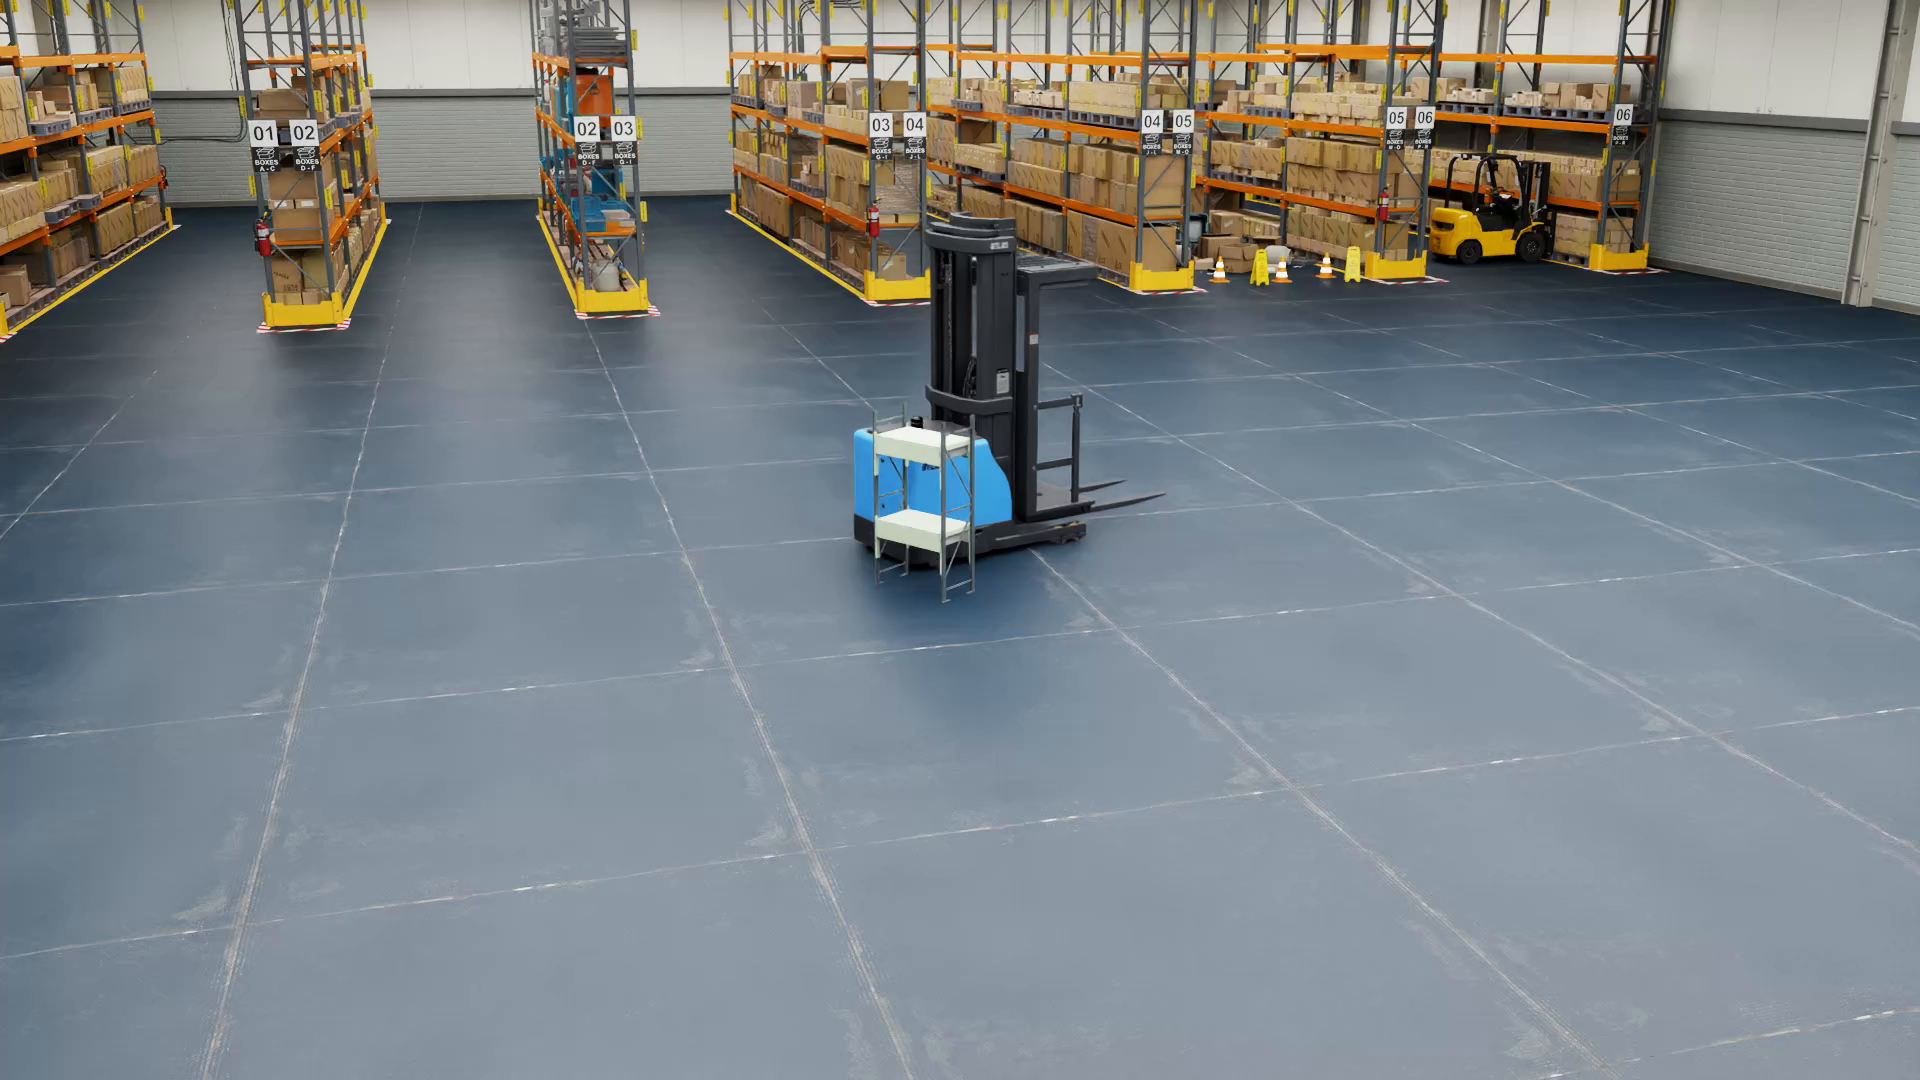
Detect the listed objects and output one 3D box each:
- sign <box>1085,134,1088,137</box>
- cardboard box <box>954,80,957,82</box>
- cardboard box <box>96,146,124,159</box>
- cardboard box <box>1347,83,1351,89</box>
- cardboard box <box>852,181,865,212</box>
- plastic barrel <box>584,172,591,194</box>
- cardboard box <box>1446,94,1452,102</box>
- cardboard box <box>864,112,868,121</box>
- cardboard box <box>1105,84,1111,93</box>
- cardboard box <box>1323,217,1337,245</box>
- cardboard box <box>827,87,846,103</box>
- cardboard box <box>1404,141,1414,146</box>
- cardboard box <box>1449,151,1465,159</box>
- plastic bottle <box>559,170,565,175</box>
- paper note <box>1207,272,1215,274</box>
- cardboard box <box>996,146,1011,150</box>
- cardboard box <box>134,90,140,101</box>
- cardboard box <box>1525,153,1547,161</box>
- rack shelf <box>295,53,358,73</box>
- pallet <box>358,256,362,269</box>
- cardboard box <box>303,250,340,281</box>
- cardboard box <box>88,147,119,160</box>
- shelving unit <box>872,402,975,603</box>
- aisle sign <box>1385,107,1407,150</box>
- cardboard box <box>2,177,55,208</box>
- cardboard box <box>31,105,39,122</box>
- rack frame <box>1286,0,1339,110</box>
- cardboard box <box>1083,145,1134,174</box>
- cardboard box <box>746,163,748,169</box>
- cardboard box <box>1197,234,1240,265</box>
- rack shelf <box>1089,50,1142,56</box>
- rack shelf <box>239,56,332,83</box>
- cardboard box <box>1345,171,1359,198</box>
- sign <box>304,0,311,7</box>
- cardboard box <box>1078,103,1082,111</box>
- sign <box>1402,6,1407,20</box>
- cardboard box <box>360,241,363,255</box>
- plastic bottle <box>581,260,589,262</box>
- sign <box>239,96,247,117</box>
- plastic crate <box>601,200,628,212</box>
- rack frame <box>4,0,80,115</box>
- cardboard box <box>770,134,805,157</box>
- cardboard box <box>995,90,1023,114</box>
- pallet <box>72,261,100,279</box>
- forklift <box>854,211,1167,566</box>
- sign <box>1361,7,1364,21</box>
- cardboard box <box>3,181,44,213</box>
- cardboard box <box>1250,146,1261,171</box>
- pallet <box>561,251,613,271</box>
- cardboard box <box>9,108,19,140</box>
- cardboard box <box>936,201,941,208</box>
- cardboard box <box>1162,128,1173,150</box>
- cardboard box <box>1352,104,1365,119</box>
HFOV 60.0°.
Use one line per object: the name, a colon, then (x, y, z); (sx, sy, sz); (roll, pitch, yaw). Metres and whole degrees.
sign: (3.514, -11.352, 46.185); (0.100, 0.325, 0.005); (-5, 17, -15)
cardboard box: (0.067, -11.276, 41.059); (0.380, 0.149, 0.250); (-6, 18, -18)
cardboard box: (-18.294, -8.327, 35.728); (0.500, 0.250, 0.500); (-4, 17, -14)
cardboard box: (10.000, -11.468, 42.016); (0.380, 0.149, 0.250); (-5, 17, -15)
cardboard box: (-1.460, -6.206, 30.005); (0.875, 0.500, 0.500); (-5, 17, -15)
plastic barrel: (-7.439, -7.223, 33.888); (0.421, 0.512, 0.421); (0, 17, 0)
cardboard box: (11.312, -10.075, 37.894); (0.380, 0.149, 0.250); (-5, 17, -16)
cardboard box: (-1.459, -7.340, 28.826); (0.380, 0.149, 0.250); (-5, 17, -15)
cardboard box: (2.946, -8.462, 31.139); (0.380, 0.149, 0.250); (-5, 17, -16)
cardboard box: (7.696, -6.245, 33.571); (0.500, 0.500, 0.500); (-5, 17, -17)
cardboard box: (-2.216, -8.664, 32.755); (0.797, 0.503, 0.637); (-6, 18, -18)
cardboard box: (11.028, -9.526, 40.845); (0.500, 0.500, 0.500); (-4, 17, -13)
cardboard box: (11.431, -8.802, 38.039); (0.380, 0.149, 0.250); (-5, 17, -15)
plastic bottle: (-8.981, -8.199, 37.545); (0.152, 0.276, 0.135); (-5, 17, -15)
paper note: (4.927, -5.230, 32.612); (0.144, 0.017, 0.142); (1, 17, 4)
cardboard box: (1.072, -9.326, 39.754); (0.380, 0.149, 0.250); (-6, 18, -18)
cardboard box: (-19.019, -10.128, 37.896); (0.500, 0.250, 0.500); (-5, 18, -17)
cardboard box: (12.227, -8.121, 35.254); (0.380, 0.149, 0.250); (-5, 17, -16)
rack shelf: (-13.357, -10.054, 35.022); (1.077, 0.370, 4.000); (-5, 17, -15)
pallet: (-12.618, -5.597, 33.516); (1.003, 0.211, 1.213); (-5, 17, -15)
cardboard box: (-10.831, -4.635, 28.213); (0.500, 0.500, 0.500); (-5, 17, -15)
cardboard box: (-18.162, -8.185, 35.255); (0.500, 0.250, 0.500); (-4, 17, -14)
shelving unit: (-0.298, -0.316, 13.695); (0.755, 1.500, 0.431); (13, 21, 38)
aisle sign: (8.184, -7.721, 31.221); (0.394, 0.787, 0.004); (-5, 17, -15)
cardboard box: (-16.723, -6.221, 29.809); (0.700, 0.500, 0.500); (-3, 17, -10)
cardboard box: (-16.712, -7.587, 29.505); (0.500, 0.311, 0.500); (-4, 17, -14)
rack frame: (7.347, -10.496, 34.549); (1.000, 3.000, 0.127); (-5, 17, -15)
cardboard box: (2.946, -7.544, 33.014); (0.875, 0.550, 0.550); (-5, 17, -15)
cardboard box: (-5.133, -9.345, 41.584); (0.380, 0.149, 0.250); (-5, 17, -16)
cardboard box: (5.264, -5.929, 33.878); (0.797, 0.637, 0.503); (-5, 17, -15)
rack shelf: (4.599, -12.726, 43.918); (1.077, 0.370, 4.000); (-5, 17, -15)
rack shelf: (-11.158, -7.841, 27.656); (1.077, 0.370, 4.000); (-5, 17, -15)
cardboard box: (7.899, -6.974, 32.561); (0.500, 0.500, 0.500); (-5, 17, -15)
sign: (-10.073, -8.389, 25.636); (0.100, 0.325, 0.005); (-5, 17, -15)
cardboard box: (2.528, -8.500, 32.653); (0.380, 0.149, 0.250); (-5, 17, -15)
sign: (10.500, -12.435, 39.244); (0.100, 0.325, 0.005); (-5, 17, -15)
cardboard box: (-12.428, -5.921, 33.798); (0.500, 0.250, 0.500); (-4, 17, -14)
plastic bottle: (-6.982, -5.145, 31.003); (0.144, 0.351, 0.185); (-5, 17, -15)
sign: (-11.134, -6.734, 25.838); (0.100, 0.325, 0.005); (-5, 17, -15)
plastic crate: (-6.379, -6.091, 30.573); (0.499, 0.251, 0.616); (-5, 17, -15)
rack frame: (-17.569, -9.644, 31.713); (1.000, 3.000, 0.127); (-5, 17, -15)
cardboard box: (-4.019, -9.213, 38.790); (0.797, 0.503, 0.637); (-5, 17, -15)
cardboard box: (1.115, -9.932, 37.712); (0.500, 0.500, 0.500); (-5, 17, -15)
pallet: (-17.355, -5.219, 32.257); (1.003, 0.211, 1.213); (-5, 17, -15)
forklift: (0.551, -1.481, 15.084); (3.031, 2.935, 1.130); (-11, 20, -32)
sign: (10.452, -13.671, 43.219); (0.100, 0.325, 0.005); (-5, 17, -15)
cardboard box: (-16.042, -5.855, 28.449); (0.500, 0.500, 0.500); (-5, 17, -15)
cardboard box: (6.726, -8.404, 36.592); (0.500, 0.500, 0.500); (-4, 17, -13)
pallet: (-7.536, -5.664, 33.739); (1.003, 0.211, 1.213); (-5, 17, -15)
cardboard box: (-15.966, -6.897, 27.574); (0.500, 0.500, 0.500); (-6, 18, -20)
cardboard box: (-0.409, -8.761, 43.428); (0.380, 0.149, 0.250); (-5, 17, -15)
cardboard box: (5.295, -9.940, 41.216); (0.500, 0.500, 0.500); (-5, 17, -17)
cardboard box: (7.922, -8.284, 32.143); (0.500, 0.250, 0.500); (-5, 17, -16)
